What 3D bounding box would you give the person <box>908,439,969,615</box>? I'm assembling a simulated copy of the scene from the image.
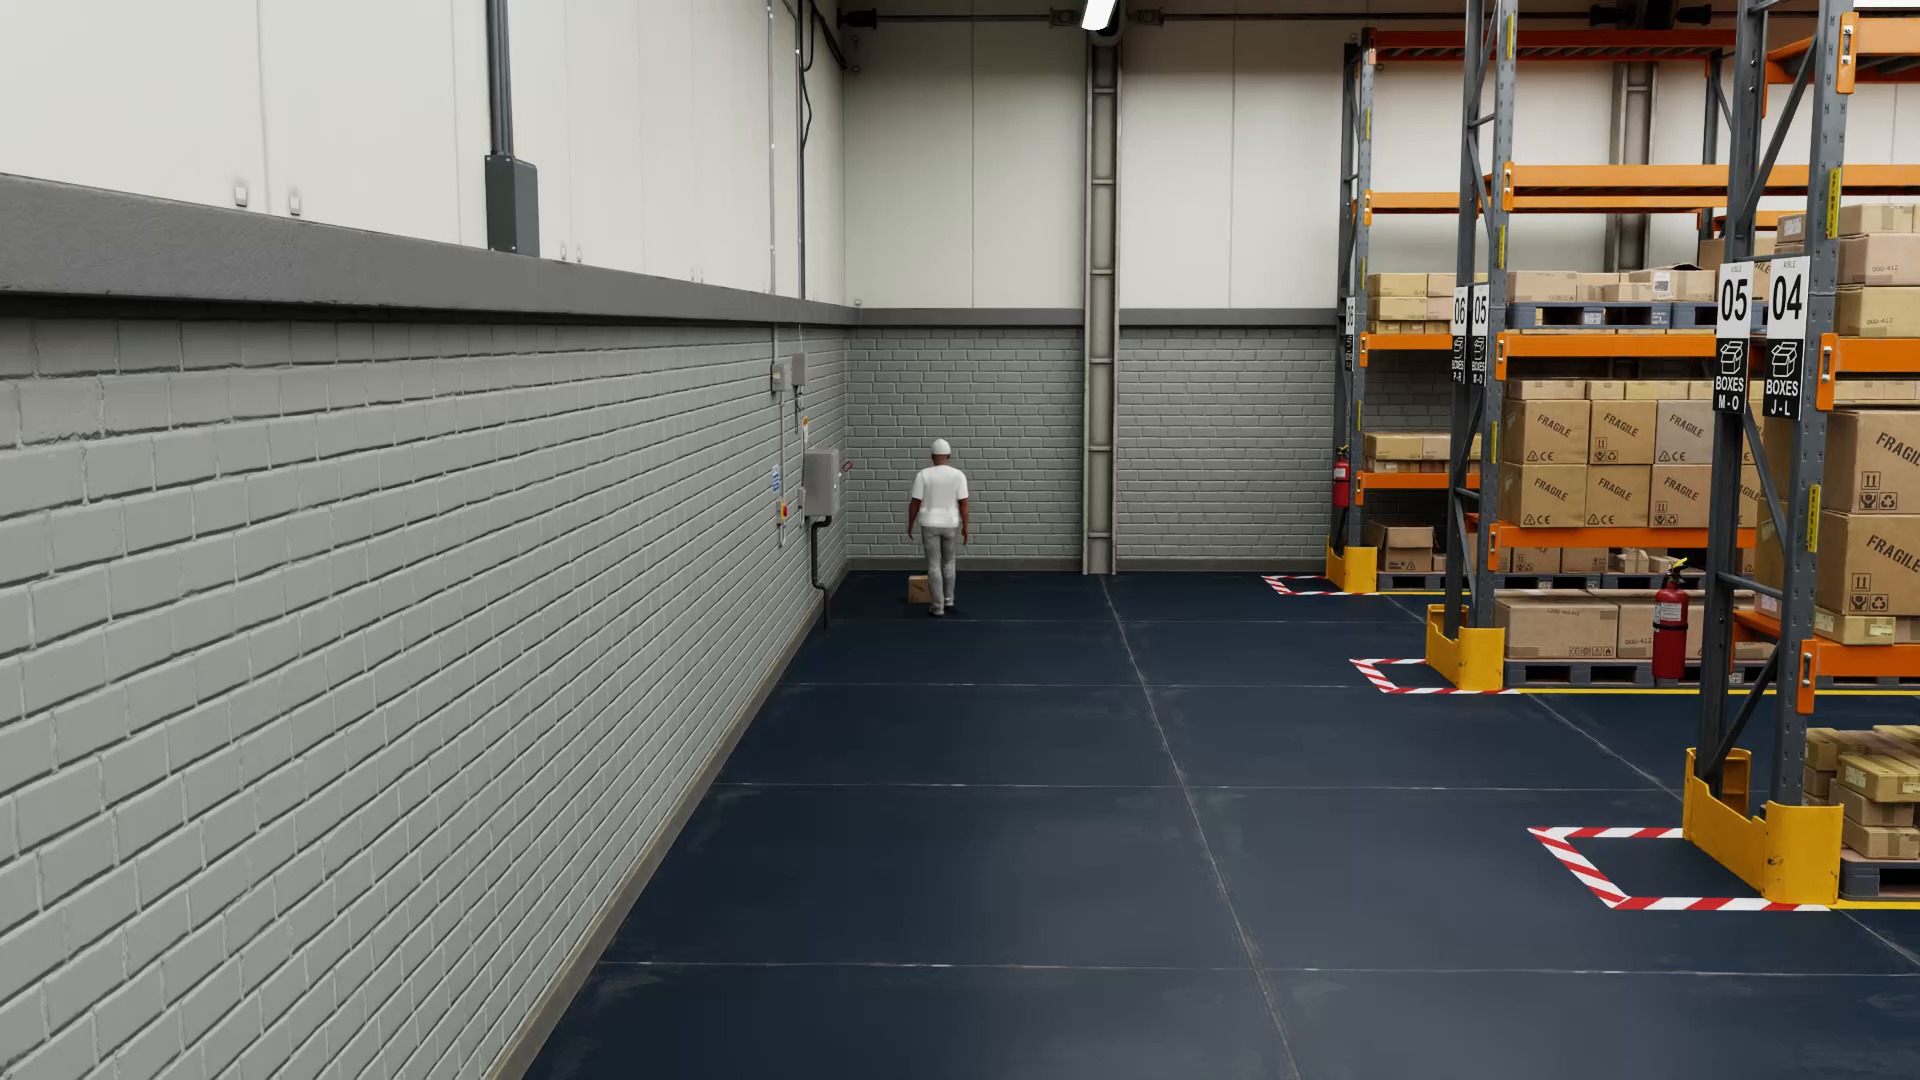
[{"bbox_3d":[-0.247,-0.160,16.853,0.591,1.750,0.742,-1,7,-11],"label":"person"}]
